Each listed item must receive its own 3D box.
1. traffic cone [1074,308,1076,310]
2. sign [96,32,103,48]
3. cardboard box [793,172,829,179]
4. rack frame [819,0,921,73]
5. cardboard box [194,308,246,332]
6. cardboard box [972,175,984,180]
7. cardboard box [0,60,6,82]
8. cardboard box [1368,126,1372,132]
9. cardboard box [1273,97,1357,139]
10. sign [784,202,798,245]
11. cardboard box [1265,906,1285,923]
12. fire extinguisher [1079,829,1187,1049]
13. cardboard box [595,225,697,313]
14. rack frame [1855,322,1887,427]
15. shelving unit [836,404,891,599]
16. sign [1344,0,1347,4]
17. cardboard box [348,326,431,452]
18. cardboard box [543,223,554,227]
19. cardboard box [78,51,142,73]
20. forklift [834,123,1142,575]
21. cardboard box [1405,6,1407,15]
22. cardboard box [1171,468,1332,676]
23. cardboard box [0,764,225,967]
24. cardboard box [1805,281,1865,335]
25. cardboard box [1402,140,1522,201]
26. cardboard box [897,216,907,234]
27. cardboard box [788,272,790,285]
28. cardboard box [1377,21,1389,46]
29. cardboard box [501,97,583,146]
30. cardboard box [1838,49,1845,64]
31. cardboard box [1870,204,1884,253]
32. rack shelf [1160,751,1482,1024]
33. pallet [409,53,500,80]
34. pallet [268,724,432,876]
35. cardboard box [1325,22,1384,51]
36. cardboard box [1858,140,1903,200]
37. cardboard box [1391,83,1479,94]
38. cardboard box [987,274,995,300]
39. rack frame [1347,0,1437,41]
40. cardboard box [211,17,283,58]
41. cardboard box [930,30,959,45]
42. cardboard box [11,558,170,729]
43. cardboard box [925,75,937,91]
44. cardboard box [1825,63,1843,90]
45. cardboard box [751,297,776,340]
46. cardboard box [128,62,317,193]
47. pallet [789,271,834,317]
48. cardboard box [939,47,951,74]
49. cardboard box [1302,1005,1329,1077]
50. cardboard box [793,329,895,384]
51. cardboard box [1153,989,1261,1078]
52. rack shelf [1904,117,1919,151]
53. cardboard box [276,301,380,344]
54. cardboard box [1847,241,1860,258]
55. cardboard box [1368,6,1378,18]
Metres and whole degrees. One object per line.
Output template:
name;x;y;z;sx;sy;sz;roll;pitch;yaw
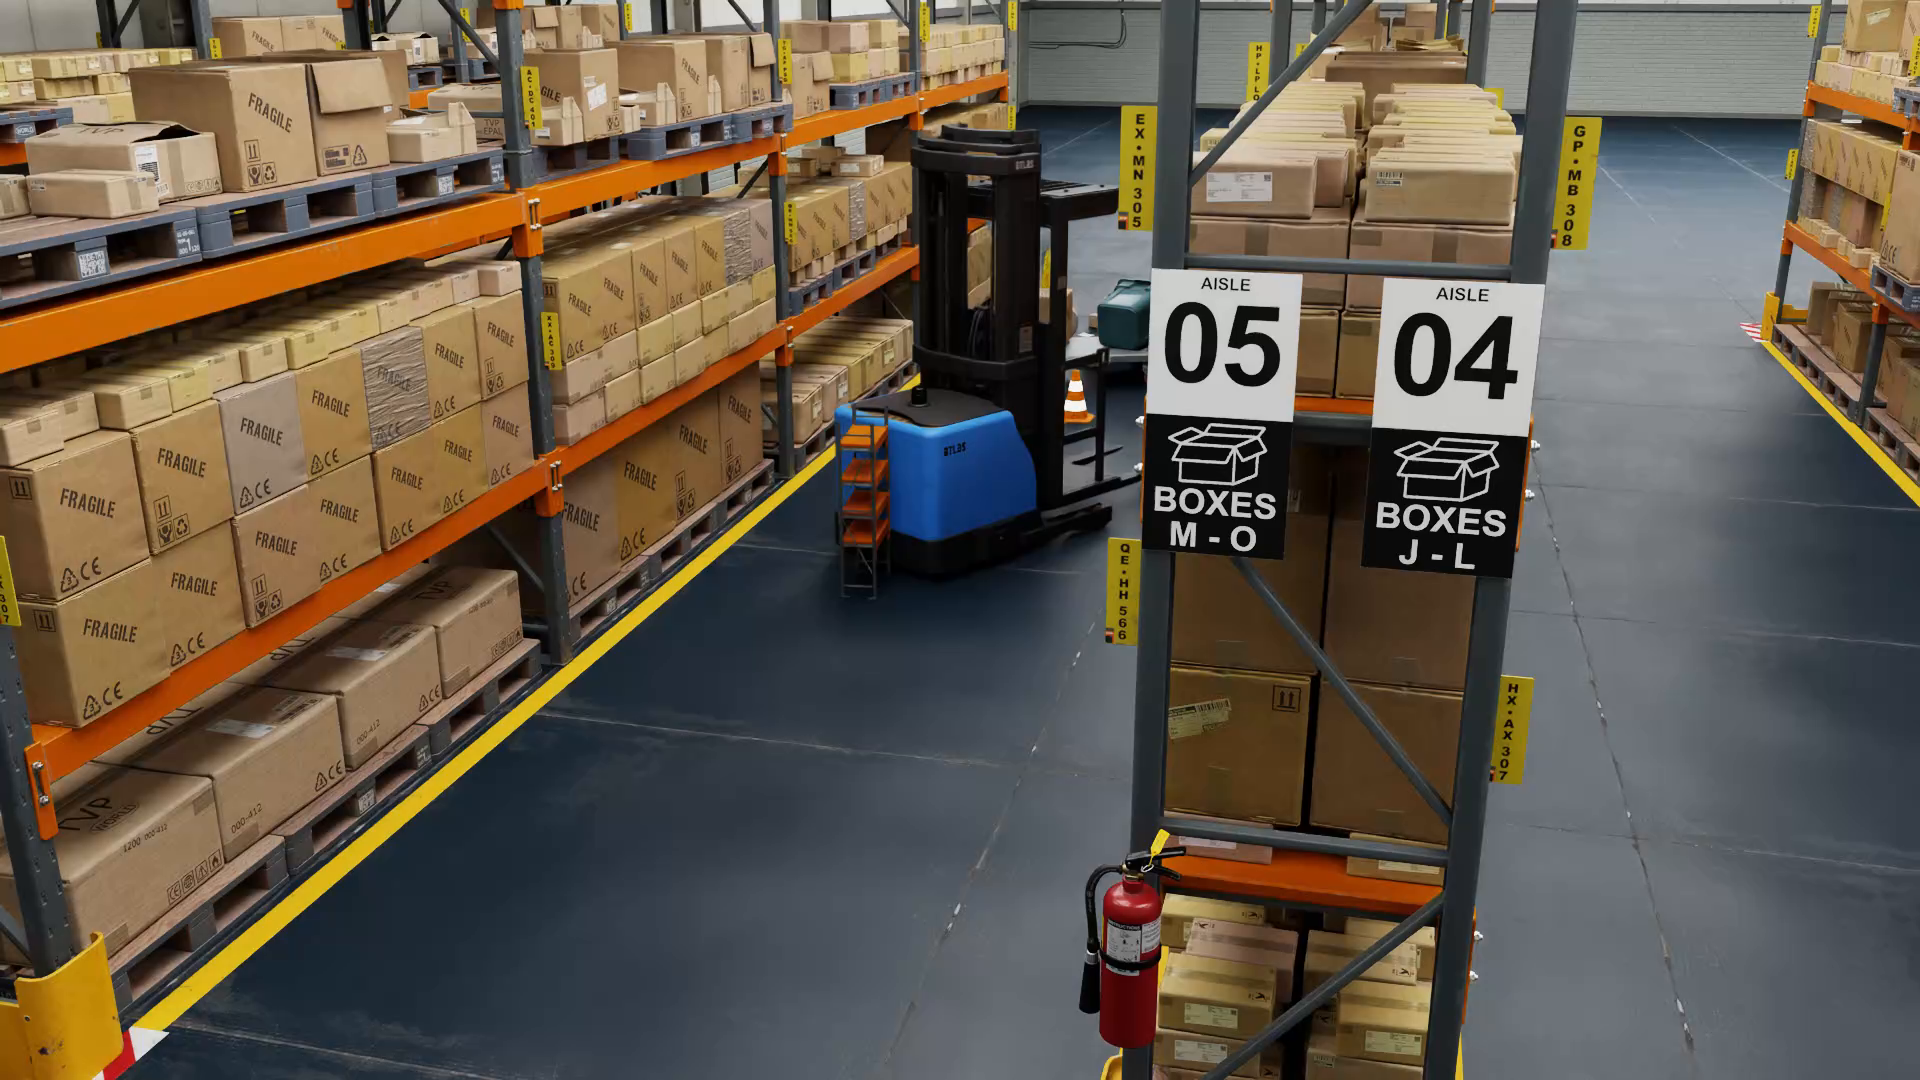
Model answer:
traffic cone;1.239;-3.038;20.366;0.336;0.463;0.334;5;19;13
sign;-7.212;-4.106;14.006;0.100;0.325;0.005;5;19;13
cardboard box;-1.532;-3.173;15.572;0.500;0.500;0.500;5;19;13
rack frame;-0.884;-6.060;16.008;1.000;3.000;0.127;5;19;13
cardboard box;-3.558;-0.987;7.731;0.380;0.149;0.250;5;19;14
cardboard box;-0.024;-4.158;19.106;0.500;0.500;0.500;5;19;13
cardboard box;-6.906;-3.260;11.576;0.380;0.149;0.250;5;19;14
cardboard box;1.982;-1.613;7.087;0.500;0.250;0.500;4;19;11
cardboard box;1.424;-1.730;6.813;0.380;0.149;0.250;4;19;12
sign;-1.322;-2.473;12.995;0.100;0.325;0.005;5;19;13
cardboard box;1.074;1.340;6.463;0.380;0.149;0.250;4;19;11
fire extinguisher;0.500;1.155;4.863;0.296;0.674;0.183;5;19;13
cardboard box;-2.110;-1.831;11.205;0.500;0.500;0.500;4;19;12
rack frame;8.726;-2.439;14.687;1.000;3.000;0.127;5;19;13
shelving unit;-0.637;-0.261;11.096;0.258;1.200;0.503;3;19;8
sign;4.381;-6.032;19.092;0.100;0.325;0.005;5;19;13
cardboard box;-2.933;-0.746;8.029;0.500;0.500;0.500;5;19;14
cardboard box;-5.273;-3.788;20.695;0.500;0.250;0.500;5;19;13
cardboard box;-6.655;-3.744;13.022;0.380;0.149;0.250;4;19;12
forklift;0.496;-1.538;12.156;1.130;2.935;3.031;17;25;41
cardboard box;4.792;-5.429;17.153;0.380;0.149;0.250;5;19;14
cardboard box;0.879;0.075;5.166;0.500;0.500;0.500;4;19;12
cardboard box;-3.752;1.339;6.941;0.875;0.438;0.875;4;19;12
cardboard box;9.534;-2.514;18.124;0.500;0.500;0.500;9;21;23
cardboard box;1.526;-1.116;5.015;0.380;0.149;0.250;5;19;13
cardboard box;-0.742;-3.118;16.415;0.380;0.149;0.250;5;19;14
cardboard box;-1.602;-2.135;13.536;0.380;0.149;0.250;4;19;10
cardboard box;4.182;-5.246;17.231;0.500;0.250;0.500;5;19;13
cardboard box;-2.377;-2.398;9.484;0.396;0.266;0.258;4;19;13
cardboard box;9.177;-4.919;16.924;0.380;0.149;0.250;5;20;16
cardboard box;9.052;-2.917;15.472;0.875;0.500;0.500;5;19;13
rack shelf;1.498;0.613;6.866;1.077;0.370;4.000;5;19;13
pallet;-5.515;-5.259;18.441;1.003;0.211;1.213;5;19;13
pallet;-3.396;1.221;8.285;1.003;0.211;1.213;5;19;13
cardboard box;3.117;-3.888;13.331;0.500;0.500;0.500;5;19;13
cardboard box;8.690;-3.420;15.397;0.500;0.500;0.500;5;19;13
cardboard box;2.175;-2.009;7.629;0.380;0.149;0.250;4;19;11
cardboard box;0.151;-3.090;20.199;0.500;0.250;0.500;5;19;13
rack frame;4.918;-6.955;18.627;1.000;3.000;0.127;5;19;13
cardboard box;-6.262;-4.279;14.475;0.500;0.500;0.500;5;19;14
cardboard box;-0.225;-5.385;17.826;0.380;0.149;0.250;4;19;13
cardboard box;-3.420;0.365;6.324;0.500;0.500;0.500;5;19;13
cardboard box;-0.449;-4.678;16.990;0.380;0.149;0.250;5;19;13
cardboard box;9.215;-4.748;17.040;0.500;0.250;0.500;4;19;12
cardboard box;-1.733;-1.718;12.808;0.500;0.250;0.500;4;19;11
cardboard box;-3.178;-1.793;7.197;0.500;0.500;0.500;5;19;14
pallet;-1.790;-2.109;14.017;1.213;0.211;1.003;5;19;13
cardboard box;-0.394;-4.989;17.285;0.500;0.250;0.500;4;19;13
cardboard box;1.432;1.822;5.973;0.380;0.149;0.250;5;19;13
cardboard box;-1.182;-1.786;16.193;0.950;0.372;0.625;6;20;17
cardboard box;0.861;1.721;5.810;0.380;0.149;0.250;4;19;12
rack shelf;8.237;-2.891;12.483;1.077;0.370;4.000;5;19;13
cardboard box;-2.979;-1.024;7.840;0.380;0.149;0.250;4;19;12
cardboard box;8.847;-2.798;16.128;0.380;0.149;0.250;5;19;13
cardboard box;4.092;-5.402;17.072;0.380;0.149;0.250;5;19;14
